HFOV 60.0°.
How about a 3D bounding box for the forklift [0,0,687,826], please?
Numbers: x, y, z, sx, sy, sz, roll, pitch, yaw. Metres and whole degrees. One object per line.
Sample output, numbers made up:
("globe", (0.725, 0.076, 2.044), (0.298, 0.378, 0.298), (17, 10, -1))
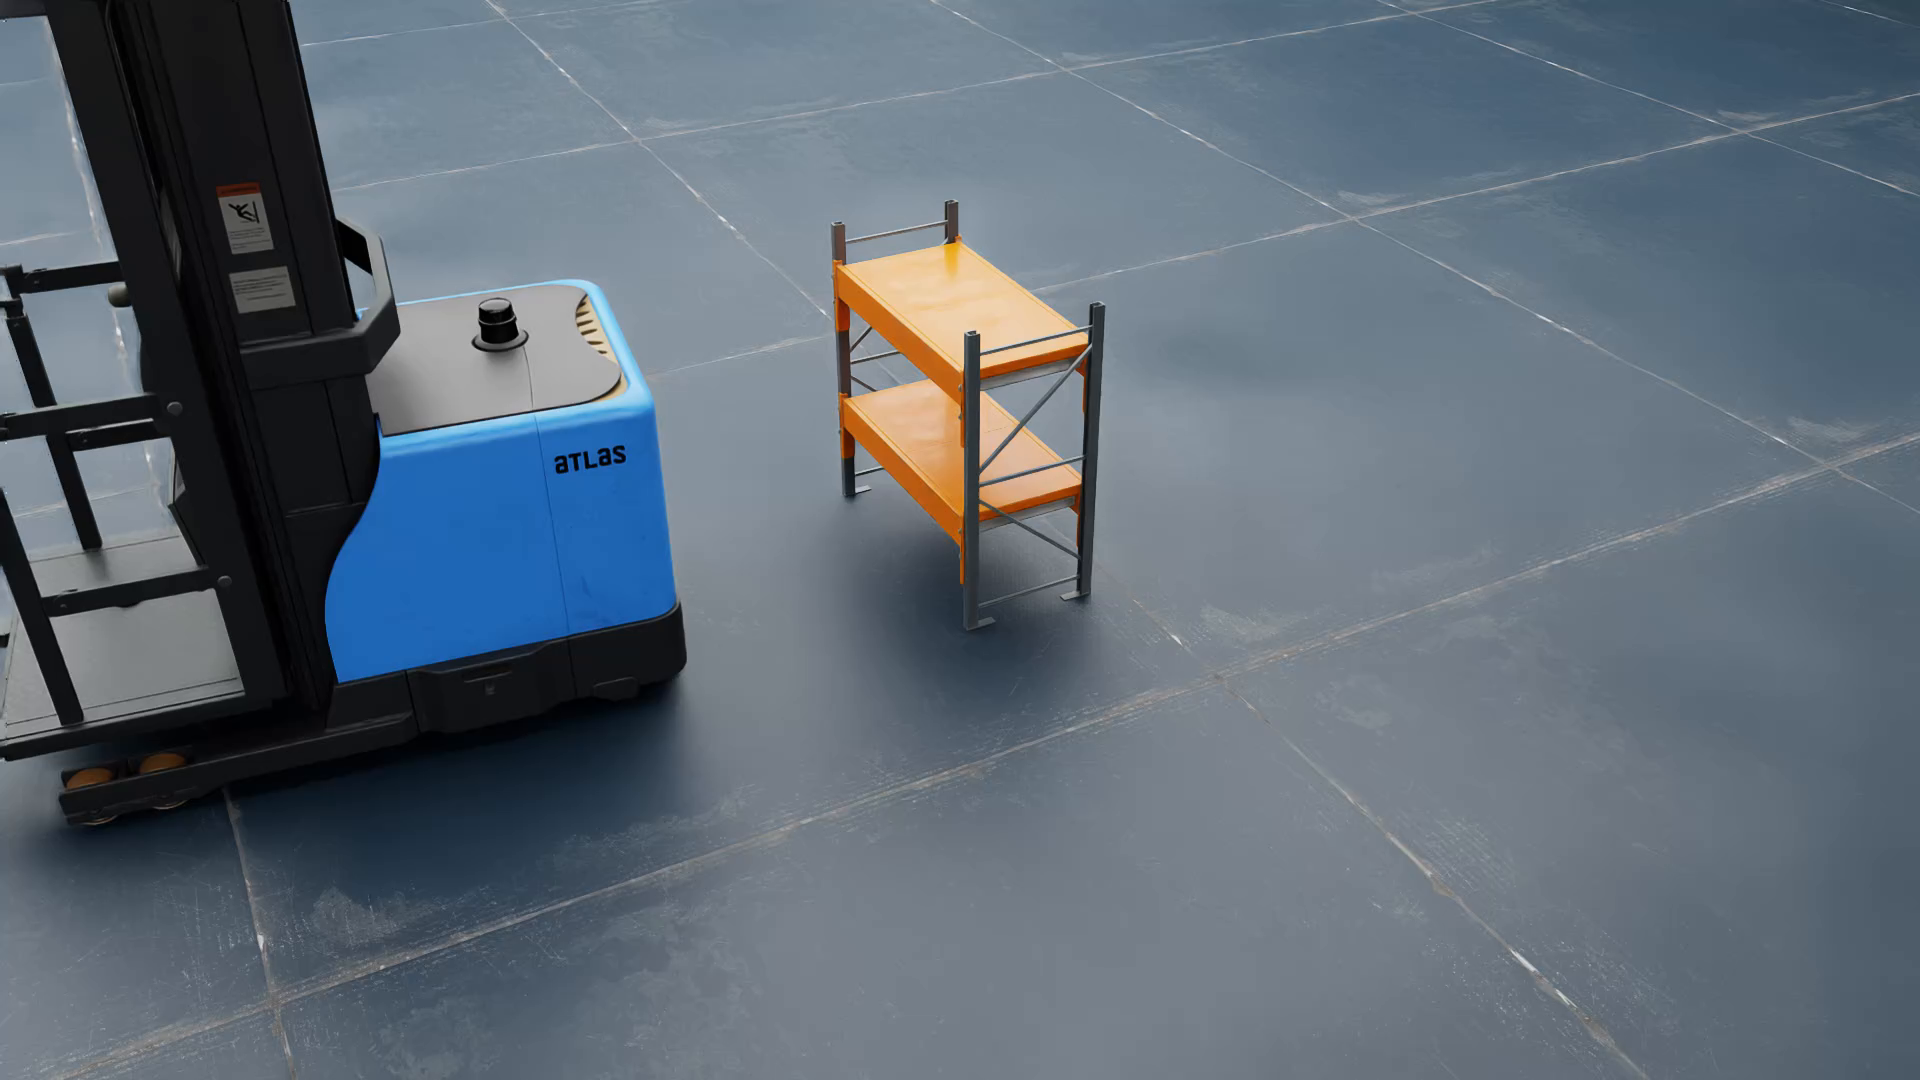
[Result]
("forklift", (-2.473, -0.713, 4.645), (3.031, 2.935, 1.130), (-12, 34, -17))

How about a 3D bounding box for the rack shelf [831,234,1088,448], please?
("rack shelf", (0.003, -0.717, 5.784), (0.538, 0.278, 1.000), (-16, 36, -23))

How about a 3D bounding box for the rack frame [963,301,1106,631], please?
("rack frame", (0.240, -0.228, 5.563), (0.500, 1.125, 0.032), (-16, 36, -23))

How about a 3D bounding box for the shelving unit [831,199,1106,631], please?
("shelving unit", (0.003, -0.470, 5.942), (0.538, 1.125, 1.048), (-16, 36, -23))

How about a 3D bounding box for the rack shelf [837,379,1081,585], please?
("rack shelf", (0.003, -0.265, 6.073), (0.538, 0.278, 1.000), (-16, 36, -23))

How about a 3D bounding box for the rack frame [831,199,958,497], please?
("rack frame", (-0.234, -0.713, 6.320), (0.500, 1.125, 0.032), (-16, 36, -23))
